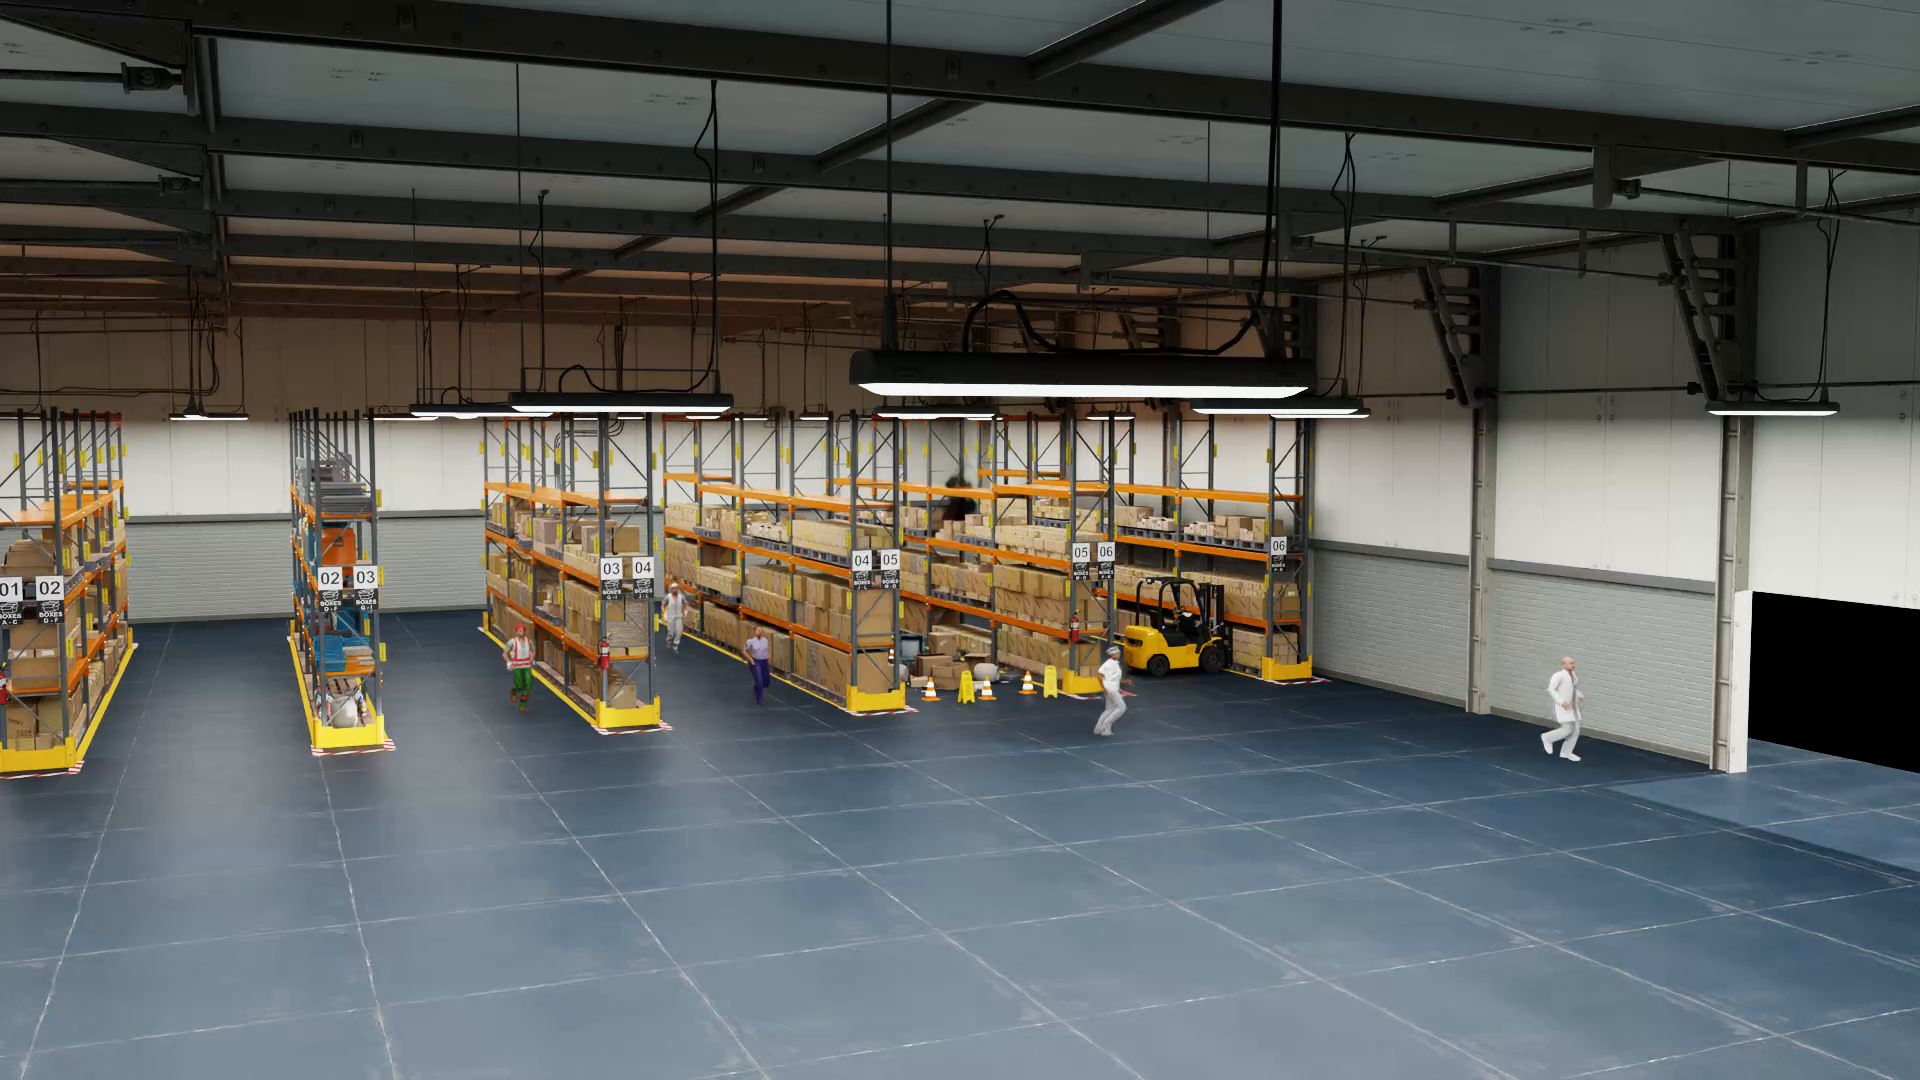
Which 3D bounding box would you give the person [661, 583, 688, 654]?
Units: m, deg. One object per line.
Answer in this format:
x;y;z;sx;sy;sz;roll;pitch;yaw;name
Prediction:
-7.114;1.946;41.509;0.678;1.756;0.593;-2;4;-24;person

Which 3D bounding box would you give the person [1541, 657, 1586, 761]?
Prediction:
10.325;2.863;28.447;0.717;1.755;0.683;-3;5;-37;person

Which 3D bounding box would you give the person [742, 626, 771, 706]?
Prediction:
-4.128;2.550;33.937;0.613;1.590;0.688;-3;5;-35;person

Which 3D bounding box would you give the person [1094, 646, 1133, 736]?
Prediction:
2.801;2.752;30.384;0.726;1.651;0.542;1;4;16;person

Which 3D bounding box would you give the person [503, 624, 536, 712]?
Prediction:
-8.749;2.539;33.142;0.657;1.743;0.605;-3;5;-35;person
